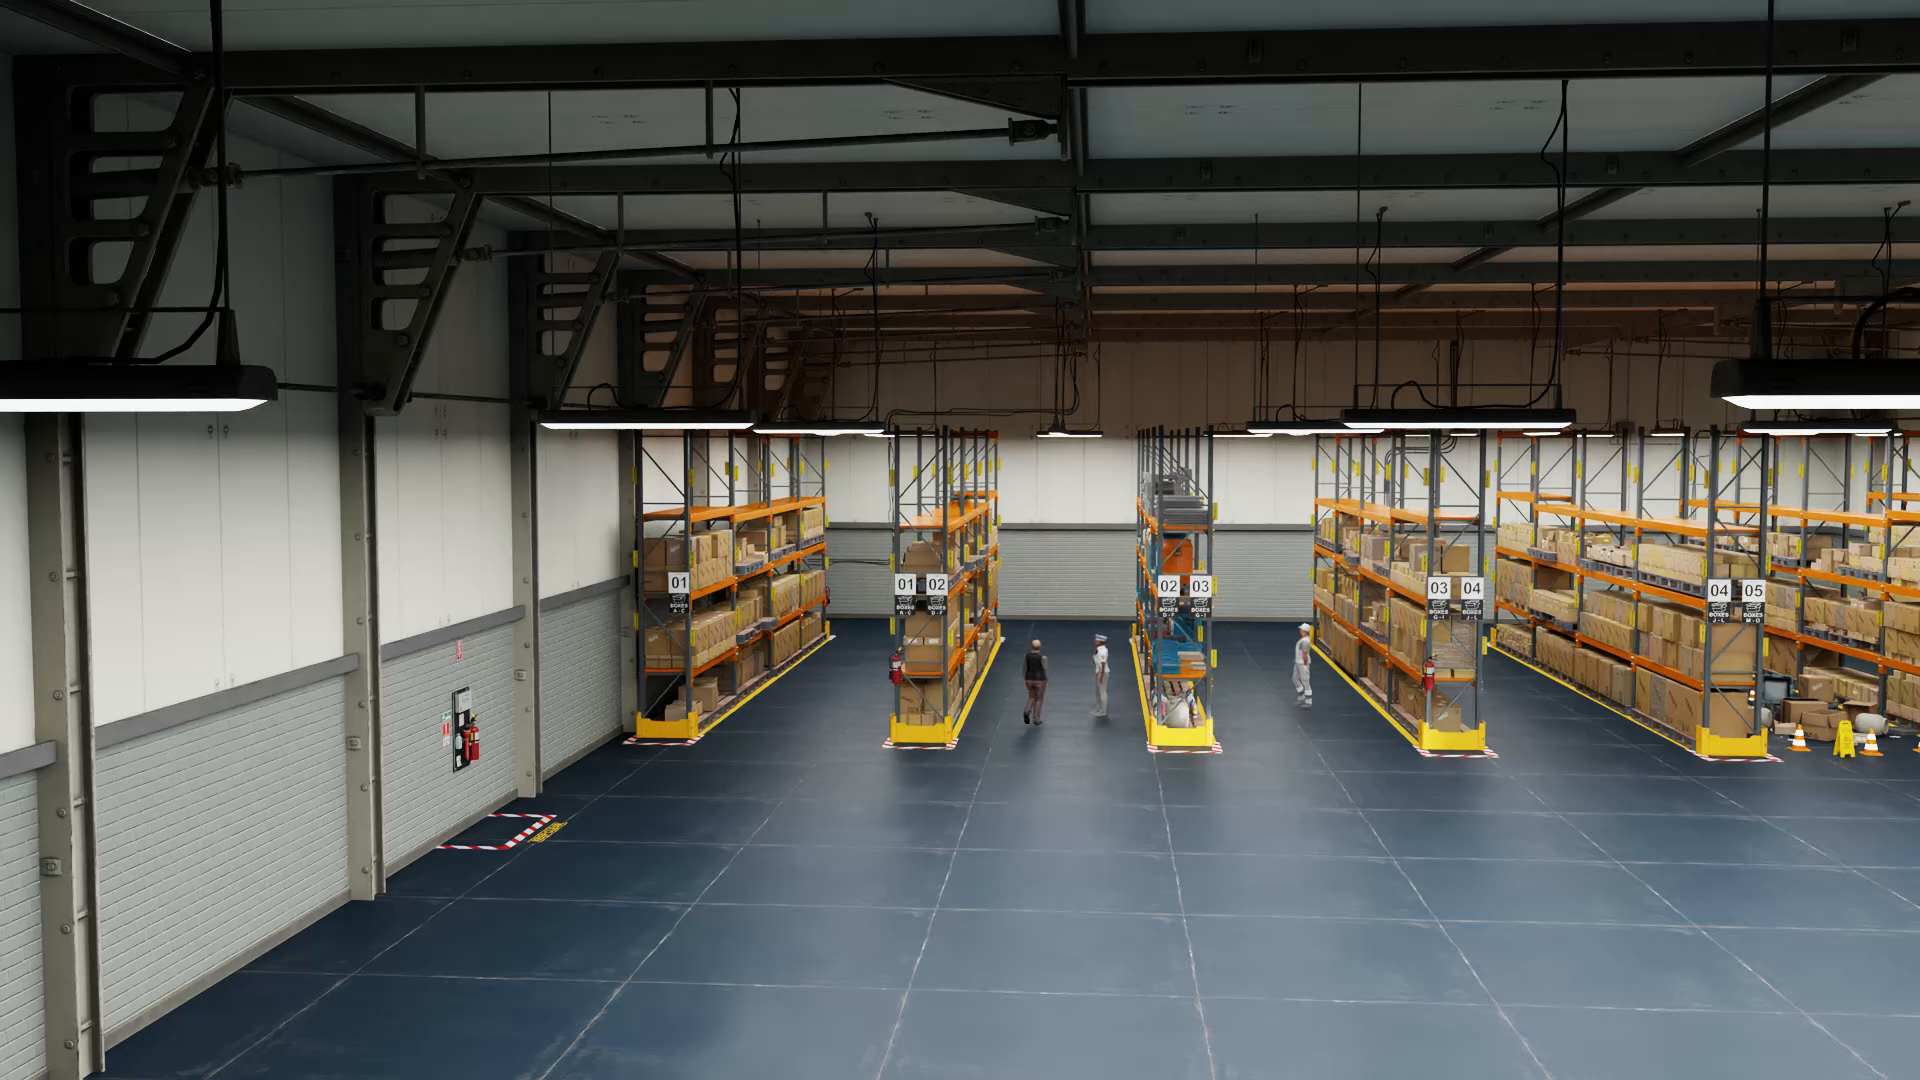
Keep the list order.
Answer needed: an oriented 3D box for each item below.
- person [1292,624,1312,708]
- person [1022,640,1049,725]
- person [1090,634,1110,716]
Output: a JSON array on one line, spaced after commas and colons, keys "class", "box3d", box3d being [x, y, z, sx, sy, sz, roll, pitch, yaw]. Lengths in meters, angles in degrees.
[{"class": "person", "box3d": [7.343, 2.677, 35.651, 0.364, 1.806, 0.708, 0, 3, 0]}, {"class": "person", "box3d": [1.530, 2.847, 33.304, 0.534, 1.711, 0.450, 3, 4, 37]}, {"class": "person", "box3d": [2.916, 2.804, 34.592, 0.393, 1.670, 0.497, 0, 3, -1]}]
